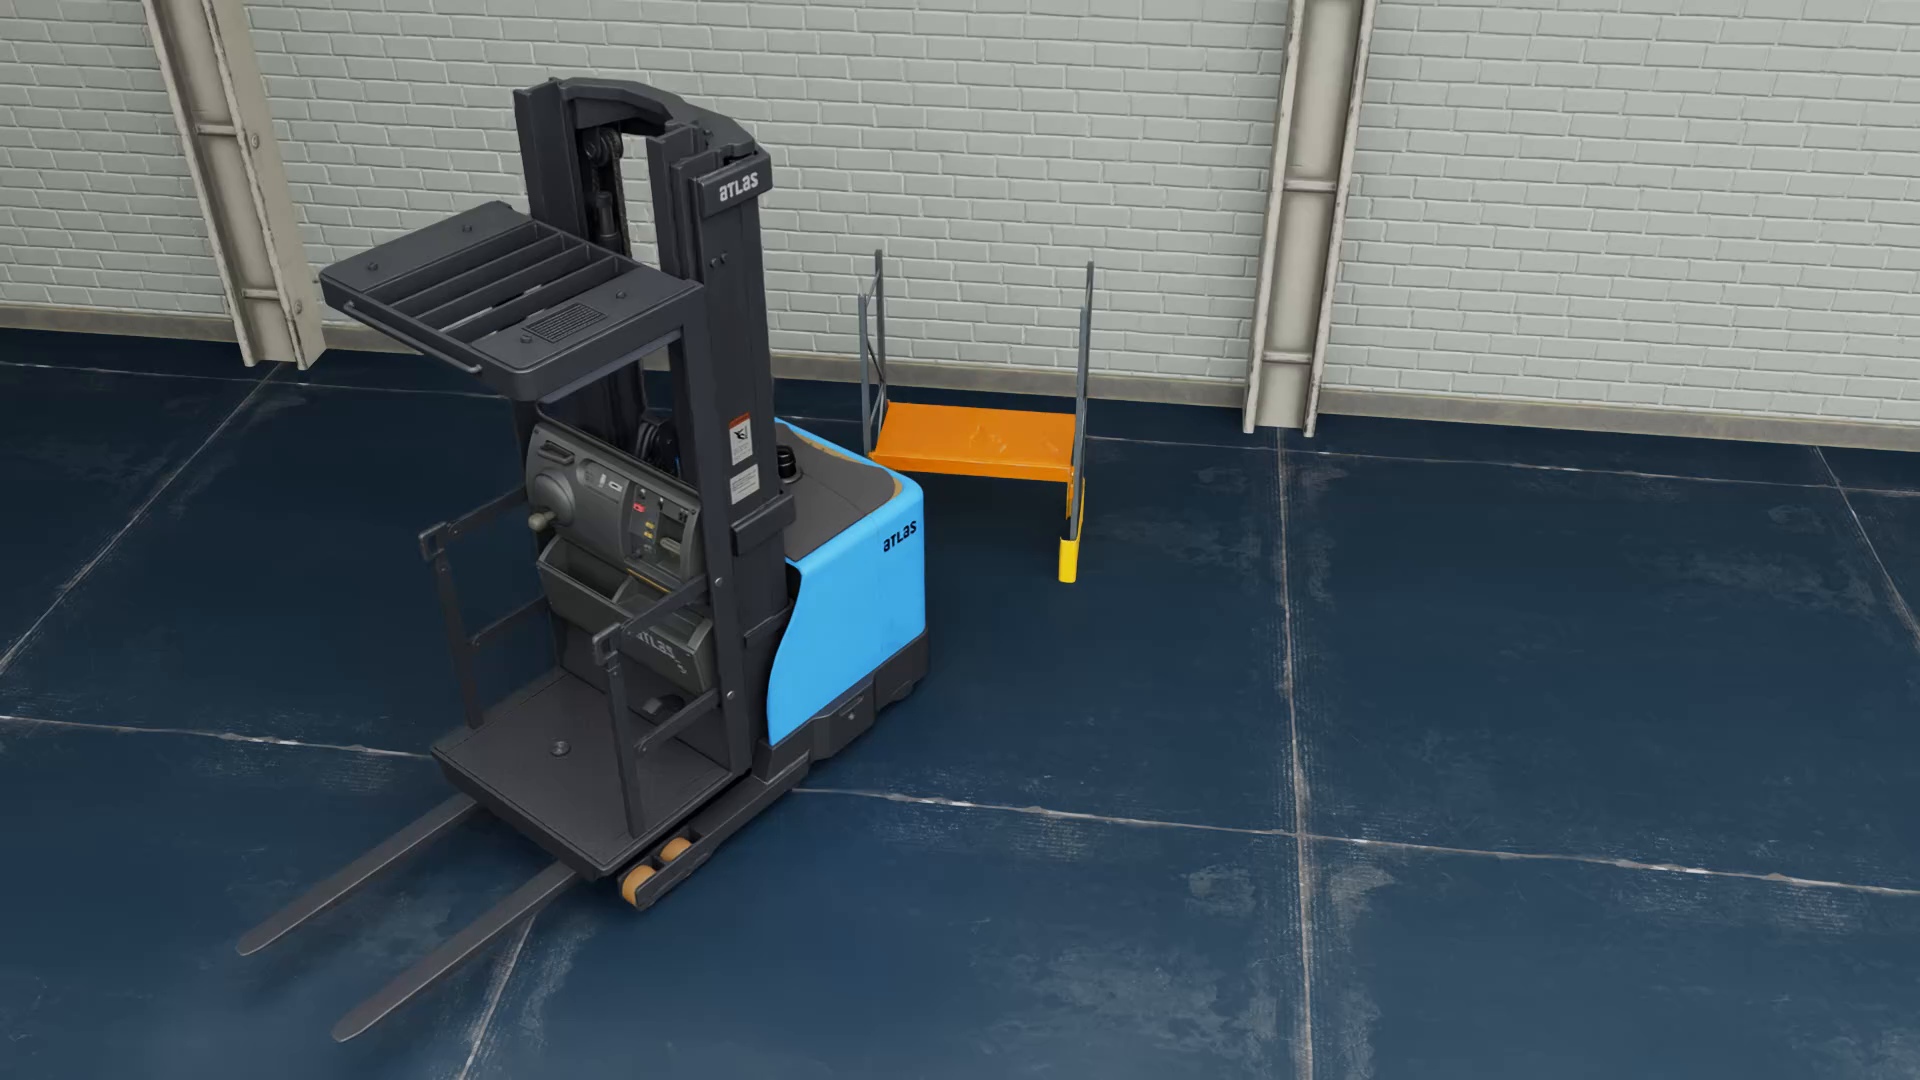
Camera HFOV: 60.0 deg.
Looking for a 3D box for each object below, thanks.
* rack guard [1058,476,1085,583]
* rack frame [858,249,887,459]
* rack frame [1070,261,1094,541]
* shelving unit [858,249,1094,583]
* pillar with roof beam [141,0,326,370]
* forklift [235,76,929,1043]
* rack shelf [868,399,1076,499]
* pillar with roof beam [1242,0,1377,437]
[{"bbox_3d":[0.570,-0.059,8.475,0.087,0.250,0.587,4,36,6],"label":"rack guard"},{"bbox_3d":[-0.420,-0.642,8.215,0.032,1.500,0.500,4,36,6],"label":"rack frame"},{"bbox_3d":[0.589,-0.567,8.110,0.032,1.500,0.500,4,36,6],"label":"rack frame"},{"bbox_3d":[0.076,-0.605,8.163,1.083,1.500,0.587,4,36,6],"label":"shelving unit"},{"bbox_3d":[-4.673,-2.312,4.100,0.400,9.000,9.100,4,36,6],"label":"pillar with roof beam"},{"bbox_3d":[-1.459,-0.070,6.182,1.130,2.935,3.031,25,43,31],"label":"forklift"},{"bbox_3d":[0.085,-0.458,8.267,1.000,0.185,0.538,4,36,6],"label":"rack shelf"},{"bbox_3d":[1.279,-1.868,3.478,0.400,9.000,9.100,4,36,6],"label":"pillar with roof beam"}]
